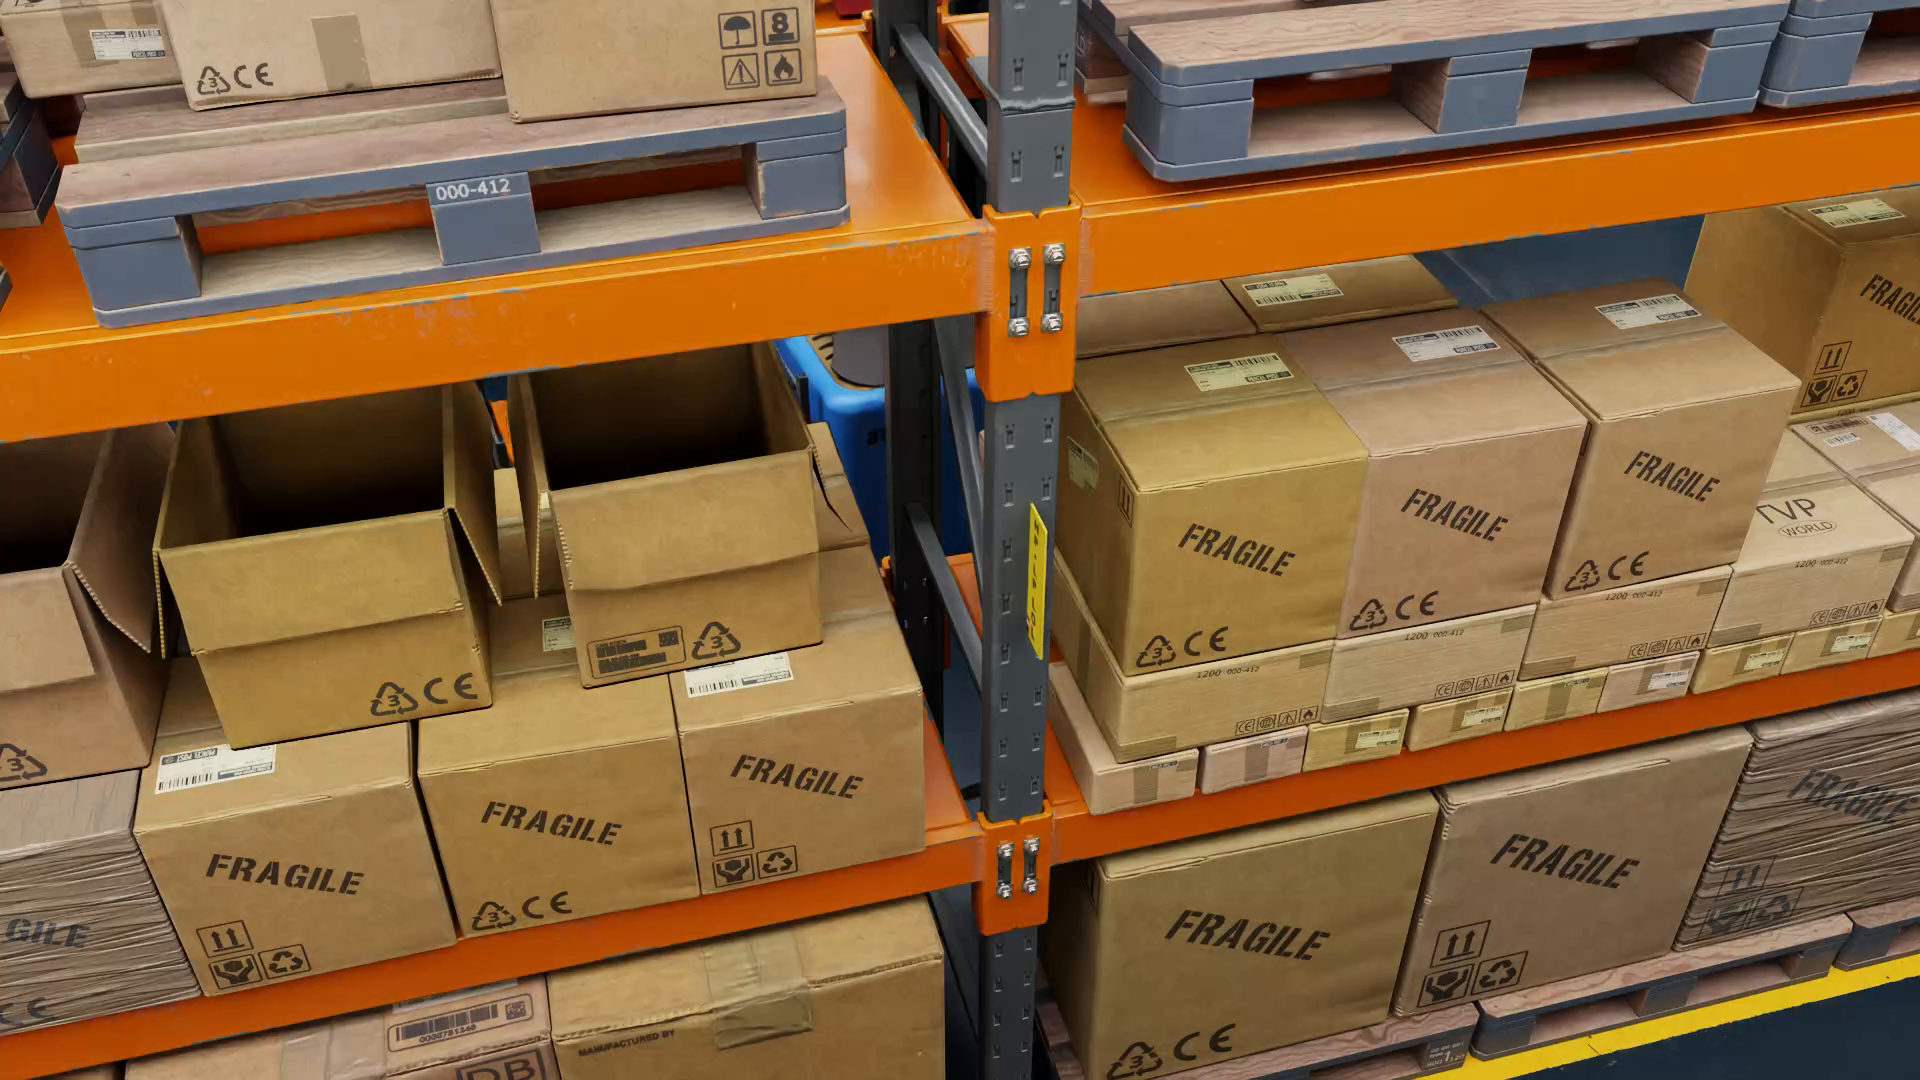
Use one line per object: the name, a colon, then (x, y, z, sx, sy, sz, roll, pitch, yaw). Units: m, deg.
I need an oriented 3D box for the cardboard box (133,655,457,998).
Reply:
cardboard box: (-1.363, 0.551, 3.478, 0.500, 0.500, 0.500, -10, 38, -12)

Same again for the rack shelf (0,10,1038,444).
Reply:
rack shelf: (-1.932, -0.393, 2.918, 4.000, 0.370, 1.077, -9, 38, -12)

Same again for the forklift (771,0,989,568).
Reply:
forklift: (0.765, -1.392, 6.157, 3.031, 2.935, 1.130, -14, 40, -18)

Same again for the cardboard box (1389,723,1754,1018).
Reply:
cardboard box: (1.526, 0.673, 4.805, 0.875, 0.875, 0.875, -9, 38, -12)

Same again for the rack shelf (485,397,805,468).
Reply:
rack shelf: (-1.093, -0.353, 5.805, 1.000, 0.278, 0.538, -14, 40, -18)

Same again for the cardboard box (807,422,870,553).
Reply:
cardboard box: (-0.510, 0.082, 4.091, 0.500, 0.500, 0.500, -9, 38, -12)

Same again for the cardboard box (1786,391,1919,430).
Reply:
cardboard box: (2.341, -0.415, 4.702, 0.500, 0.250, 0.500, -11, 39, -13)

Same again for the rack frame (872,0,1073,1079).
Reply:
rack frame: (-0.001, 0.196, 4.025, 0.127, 3.000, 1.000, -9, 38, -12)

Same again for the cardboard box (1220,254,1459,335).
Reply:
cardboard box: (0.858, -0.467, 4.154, 0.500, 0.500, 0.500, -9, 38, -11)

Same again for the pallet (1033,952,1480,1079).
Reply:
pallet: (0.754, 1.229, 4.970, 1.213, 0.211, 1.003, -9, 38, -12)

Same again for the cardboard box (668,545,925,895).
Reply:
cardboard box: (-0.381, 0.390, 3.689, 0.500, 0.500, 0.500, -9, 38, -12)

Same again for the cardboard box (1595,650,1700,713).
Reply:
cardboard box: (1.623, 0.238, 4.177, 0.250, 0.149, 0.380, -9, 38, -11)

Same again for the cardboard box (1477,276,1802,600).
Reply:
cardboard box: (1.507, -0.245, 3.863, 0.500, 0.500, 0.500, -10, 39, -13)

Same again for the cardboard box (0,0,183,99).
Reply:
cardboard box: (-1.477, -0.915, 2.869, 0.250, 0.149, 0.380, -11, 39, -14)

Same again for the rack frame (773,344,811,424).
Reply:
rack frame: (-0.625, -0.241, 6.139, 0.032, 1.125, 0.500, -14, 40, -18)

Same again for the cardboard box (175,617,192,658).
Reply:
cardboard box: (-1.478, 0.241, 3.883, 0.500, 0.500, 0.500, -10, 39, -13)

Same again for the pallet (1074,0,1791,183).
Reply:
pallet: (0.792, -1.084, 3.302, 1.213, 0.211, 1.003, -9, 38, -12)

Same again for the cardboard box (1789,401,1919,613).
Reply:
cardboard box: (2.481, -0.103, 4.295, 0.500, 0.250, 0.500, -11, 39, -13)

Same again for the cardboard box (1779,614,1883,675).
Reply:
cardboard box: (2.127, 0.153, 4.287, 0.250, 0.149, 0.380, -9, 38, -11)

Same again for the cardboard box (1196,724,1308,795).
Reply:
cardboard box: (0.625, 0.402, 3.962, 0.250, 0.149, 0.380, -11, 39, -13)

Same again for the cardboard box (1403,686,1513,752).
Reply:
cardboard box: (1.133, 0.317, 4.073, 0.250, 0.149, 0.380, -10, 39, -13)

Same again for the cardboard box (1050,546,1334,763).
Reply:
cardboard box: (0.521, 0.216, 3.877, 0.500, 0.250, 0.500, -10, 39, -13)

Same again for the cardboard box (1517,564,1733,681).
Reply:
cardboard box: (1.501, 0.055, 4.088, 0.500, 0.250, 0.500, -8, 38, -11)

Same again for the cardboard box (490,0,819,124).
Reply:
cardboard box: (-0.558, -1.104, 2.828, 0.500, 0.500, 0.700, -8, 38, -11)

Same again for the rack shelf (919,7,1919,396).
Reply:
rack shelf: (1.930, -1.027, 3.747, 4.000, 0.370, 1.077, -9, 38, -12)

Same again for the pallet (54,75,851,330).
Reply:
pallet: (-0.873, -0.746, 2.944, 1.217, 0.209, 0.805, -11, 39, -14)

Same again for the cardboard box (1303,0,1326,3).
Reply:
cardboard box: (0.739, -1.401, 3.134, 0.500, 0.500, 0.700, -12, 39, -15)

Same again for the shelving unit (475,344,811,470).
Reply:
shelving unit: (-1.093, -0.121, 5.982, 1.048, 1.125, 0.538, -14, 40, -18)

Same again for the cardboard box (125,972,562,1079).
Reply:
cardboard box: (-1.476, 1.128, 4.210, 0.875, 0.875, 1.225, -11, 39, -14)

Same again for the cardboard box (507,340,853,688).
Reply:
cardboard box: (-0.615, -0.136, 3.552, 0.637, 0.503, 0.797, -10, 39, -13)

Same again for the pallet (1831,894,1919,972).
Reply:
pallet: (3.109, 0.842, 5.475, 1.213, 0.211, 1.003, -9, 38, -12)

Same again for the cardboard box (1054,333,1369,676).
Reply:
cardboard box: (0.528, -0.087, 3.656, 0.500, 0.500, 0.500, -9, 38, -12)

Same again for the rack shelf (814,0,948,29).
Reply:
rack shelf: (0.639, -2.741, 8.456, 4.000, 0.370, 1.077, -9, 38, -12)

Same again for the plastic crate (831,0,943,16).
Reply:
plastic crate: (-0.365, -2.753, 7.778, 0.583, 0.464, 0.402, -9, 38, -12)

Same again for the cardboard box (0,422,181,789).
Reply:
cardboard box: (-1.877, 0.073, 3.278, 0.637, 0.503, 0.797, -8, 38, -10)
